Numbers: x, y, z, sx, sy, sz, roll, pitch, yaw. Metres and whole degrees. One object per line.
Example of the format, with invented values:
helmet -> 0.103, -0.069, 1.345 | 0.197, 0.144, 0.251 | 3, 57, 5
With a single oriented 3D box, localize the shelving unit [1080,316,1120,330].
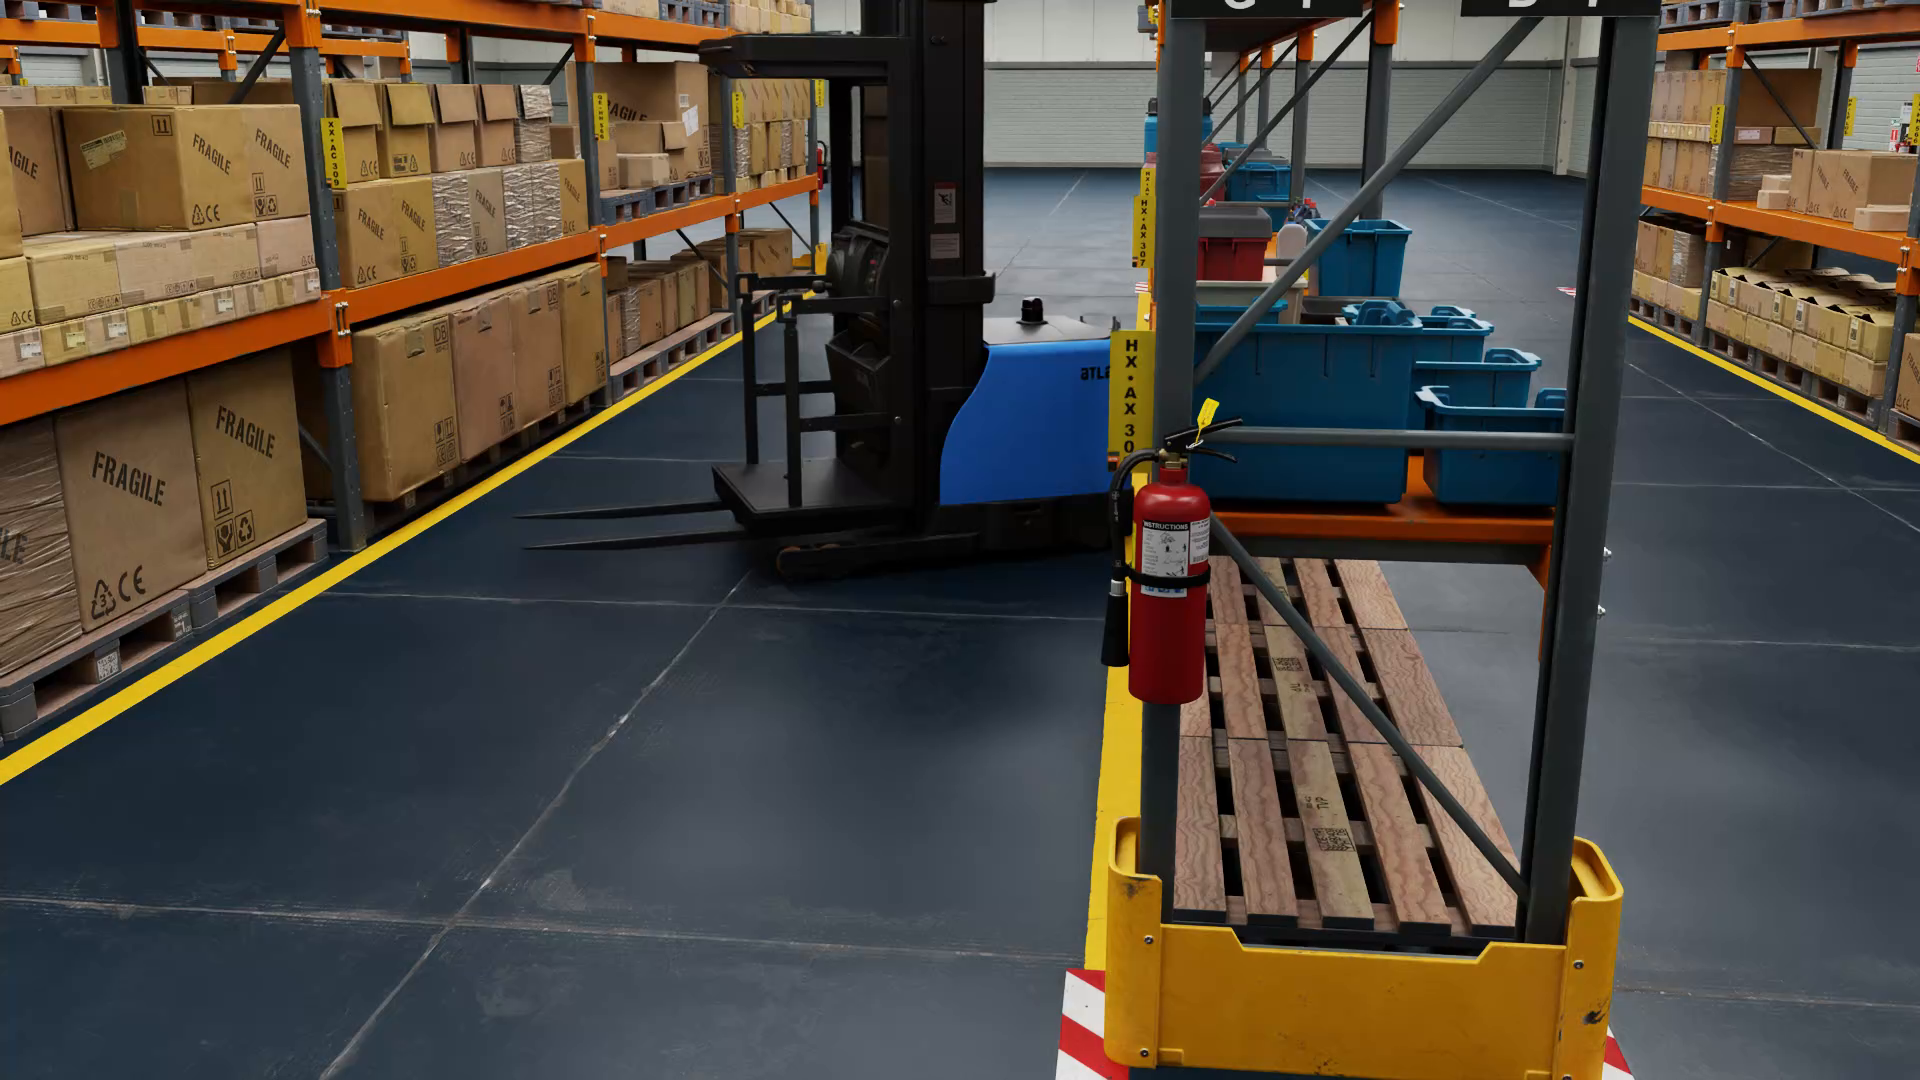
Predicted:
shelving unit -> 0.766, -0.705, 9.256 | 0.215, 1.050, 0.252 | 0, 15, -1

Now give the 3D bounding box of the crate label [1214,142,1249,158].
crate label -> 2.801, -3.902, 17.277 | 0.502, 0.435, 0.616 | 2, 15, 6

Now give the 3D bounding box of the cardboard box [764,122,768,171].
cardboard box -> -2.472, -4.046, 17.119 | 0.875, 0.500, 0.500 | 2, 15, 6

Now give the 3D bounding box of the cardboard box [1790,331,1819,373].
cardboard box -> 6.690, -1.431, 12.672 | 0.500, 0.250, 0.500 | 2, 15, 8

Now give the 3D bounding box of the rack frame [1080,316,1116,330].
rack frame -> 0.765, -0.736, 9.374 | 0.200, 1.050, 0.008 | 0, 15, -1

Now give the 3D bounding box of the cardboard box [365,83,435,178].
cardboard box -> -3.382, -2.280, 9.233 | 0.797, 0.503, 0.637 | 2, 15, 7

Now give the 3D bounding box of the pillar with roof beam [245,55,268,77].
pillar with roof beam -> -11.626, -12.237, 36.676 | 9.100, 9.000, 0.400 | 2, 15, 6

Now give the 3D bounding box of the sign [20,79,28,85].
sign -> -11.478, -5.498, 20.423 | 0.100, 0.325, 0.005 | 2, 15, 6

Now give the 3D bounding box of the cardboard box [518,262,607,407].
cardboard box -> -3.182, -1.440, 11.505 | 1.225, 0.875, 0.875 | 1, 15, 4

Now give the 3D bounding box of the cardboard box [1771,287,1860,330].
cardboard box -> 6.744, -1.833, 13.084 | 0.500, 0.311, 0.500 | 2, 15, 8

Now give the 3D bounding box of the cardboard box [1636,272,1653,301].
cardboard box -> 7.209, -2.577, 16.909 | 0.500, 0.250, 0.500 | 2, 15, 6

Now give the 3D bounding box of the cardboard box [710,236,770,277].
cardboard box -> -2.391, -3.033, 18.115 | 0.500, 0.500, 0.500 | 3, 15, 11

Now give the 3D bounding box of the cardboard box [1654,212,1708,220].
cardboard box -> 7.897, -3.313, 18.193 | 0.500, 0.500, 0.500 | 2, 15, 6

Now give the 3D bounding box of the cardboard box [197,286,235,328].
cardboard box -> -3.331, -0.993, 7.071 | 0.380, 0.149, 0.250 | 2, 15, 7

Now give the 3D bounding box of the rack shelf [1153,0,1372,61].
rack shelf -> 1.612, -2.877, 9.187 | 1.077, 0.370, 4.000 | 2, 15, 6

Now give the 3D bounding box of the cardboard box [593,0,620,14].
cardboard box -> -2.778, -3.931, 11.994 | 0.500, 0.250, 0.500 | 2, 15, 7

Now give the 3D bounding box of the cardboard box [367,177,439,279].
cardboard box -> -3.179, -1.694, 8.989 | 0.500, 0.500, 0.500 | 2, 15, 6

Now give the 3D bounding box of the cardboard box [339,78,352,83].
cardboard box -> -7.347, -4.900, 18.681 | 0.875, 0.550, 0.550 | 2, 15, 6

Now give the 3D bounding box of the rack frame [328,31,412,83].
rack frame -> -7.098, -4.688, 20.253 | 1.000, 3.000, 0.127 | 2, 15, 6

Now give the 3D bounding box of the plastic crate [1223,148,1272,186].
plastic crate -> 2.538, -3.229, 14.734 | 0.402, 0.464, 0.583 | 2, 15, 6

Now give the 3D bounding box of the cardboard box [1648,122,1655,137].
cardboard box -> 7.289, -4.221, 17.092 | 0.380, 0.149, 0.250 | 1, 15, 4

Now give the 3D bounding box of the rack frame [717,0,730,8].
rack frame -> -2.632, -6.374, 14.996 | 1.000, 3.000, 0.127 | 2, 15, 6

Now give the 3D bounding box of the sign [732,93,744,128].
sign -> -2.080, -4.022, 15.571 | 0.100, 0.325, 0.005 | 2, 15, 6

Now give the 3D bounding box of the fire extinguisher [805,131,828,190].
fire extinguisher -> -1.710, -4.495, 19.686 | 0.296, 0.674, 0.183 | 2, 15, 6

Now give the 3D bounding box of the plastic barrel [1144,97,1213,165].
plastic barrel -> 1.944, -3.483, 14.837 | 0.600, 0.901, 0.708 | 2, 15, 6

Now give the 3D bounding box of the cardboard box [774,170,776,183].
cardboard box -> -2.170, -3.860, 17.670 | 0.380, 0.149, 0.250 | 2, 15, 6

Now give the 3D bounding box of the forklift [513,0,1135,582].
forklift -> -0.686, -1.370, 8.114 | 3.031, 2.935, 1.130 | -5, 16, -18

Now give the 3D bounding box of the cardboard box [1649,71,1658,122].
cardboard box -> 7.536, -4.627, 17.349 | 0.700, 0.500, 0.500 | 1, 15, 5

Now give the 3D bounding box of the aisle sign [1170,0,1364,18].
aisle sign -> 0.636, -1.465, 3.353 | 0.394, 0.787, 0.004 | 2, 15, 6

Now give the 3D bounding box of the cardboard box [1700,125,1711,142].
cardboard box -> 7.085, -3.756, 15.371 | 0.380, 0.149, 0.250 | 1, 15, 5

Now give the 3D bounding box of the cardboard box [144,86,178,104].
cardboard box -> -7.655, -3.919, 15.302 | 0.700, 0.500, 0.500 | 1, 15, 5

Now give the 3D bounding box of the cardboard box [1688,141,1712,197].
cardboard box -> 7.307, -3.486, 15.616 | 0.700, 0.500, 0.500 | 2, 15, 6

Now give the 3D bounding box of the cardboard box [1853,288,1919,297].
cardboard box -> 7.278, -1.824, 13.048 | 0.500, 0.311, 0.500 | 2, 15, 6

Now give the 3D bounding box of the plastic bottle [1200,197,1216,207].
plastic bottle -> 1.619, -2.128, 11.023 | 0.152, 0.276, 0.135 | 2, 15, 6

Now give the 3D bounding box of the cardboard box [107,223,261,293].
cardboard box -> -3.380, -1.218, 7.138 | 0.500, 0.250, 0.500 | 2, 15, 8

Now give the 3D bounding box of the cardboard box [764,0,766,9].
cardboard box -> -2.180, -5.461, 16.888 | 0.380, 0.149, 0.250 | 1, 15, 5

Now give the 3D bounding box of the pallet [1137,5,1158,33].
pallet -> 2.273, -4.879, 15.576 | 1.213, 0.211, 1.003 | 2, 15, 6

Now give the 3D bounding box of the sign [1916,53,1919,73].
sign -> 14.458, -7.185, 25.047 | 0.001, 0.298, 0.199 | 2, 15, 6

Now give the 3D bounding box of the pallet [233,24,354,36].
pallet -> -7.306, -5.583, 17.987 | 1.003, 0.211, 1.213 | 2, 15, 6

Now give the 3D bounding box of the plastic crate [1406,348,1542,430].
plastic crate -> 1.364, -0.393, 4.576 | 0.416, 0.233, 0.300 | 2, 15, 6

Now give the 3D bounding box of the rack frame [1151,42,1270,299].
rack frame -> 2.289, -3.332, 15.240 | 1.000, 3.000, 0.127 | 2, 15, 6

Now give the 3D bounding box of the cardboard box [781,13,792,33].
cardboard box -> -2.103, -5.497, 17.784 | 0.500, 0.250, 0.500 | 2, 15, 7

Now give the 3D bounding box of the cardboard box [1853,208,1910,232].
cardboard box -> 6.586, -2.268, 11.785 | 0.380, 0.149, 0.250 | 2, 15, 6

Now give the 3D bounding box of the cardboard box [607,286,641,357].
cardboard box -> -2.978, -1.765, 13.390 | 0.700, 0.500, 0.500 | 0, 15, 2

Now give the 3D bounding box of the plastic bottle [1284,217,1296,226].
plastic bottle -> 1.867, -1.689, 9.407 | 0.097, 0.271, 0.097 | 0, 15, 0

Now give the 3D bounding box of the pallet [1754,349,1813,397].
pallet -> 7.031, -1.330, 13.176 | 1.003, 0.211, 1.213 | 2, 15, 6

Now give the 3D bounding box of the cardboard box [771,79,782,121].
cardboard box -> -2.172, -4.652, 17.441 | 0.500, 0.500, 0.500 | 2, 15, 6

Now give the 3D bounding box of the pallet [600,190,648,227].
pallet -> -3.109, -2.536, 12.663 | 1.213, 0.211, 1.003 | 2, 15, 6

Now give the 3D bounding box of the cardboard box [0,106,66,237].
cardboard box -> -3.960, -1.457, 6.586 | 0.500, 0.500, 0.500 | 1, 15, 4

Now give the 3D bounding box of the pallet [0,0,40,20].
pallet -> -7.981, -4.139, 12.836 | 1.213, 0.211, 1.003 | 2, 15, 9

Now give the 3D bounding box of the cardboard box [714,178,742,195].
cardboard box -> -2.309, -3.404, 15.985 | 0.380, 0.149, 0.250 | 2, 15, 6

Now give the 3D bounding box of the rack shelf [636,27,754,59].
rack shelf -> -2.407, -5.098, 17.400 | 1.077, 0.370, 4.000 | 2, 15, 6

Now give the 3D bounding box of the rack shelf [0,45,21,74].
rack shelf -> -12.253, -5.390, 18.479 | 1.077, 0.370, 4.000 | 2, 15, 6
